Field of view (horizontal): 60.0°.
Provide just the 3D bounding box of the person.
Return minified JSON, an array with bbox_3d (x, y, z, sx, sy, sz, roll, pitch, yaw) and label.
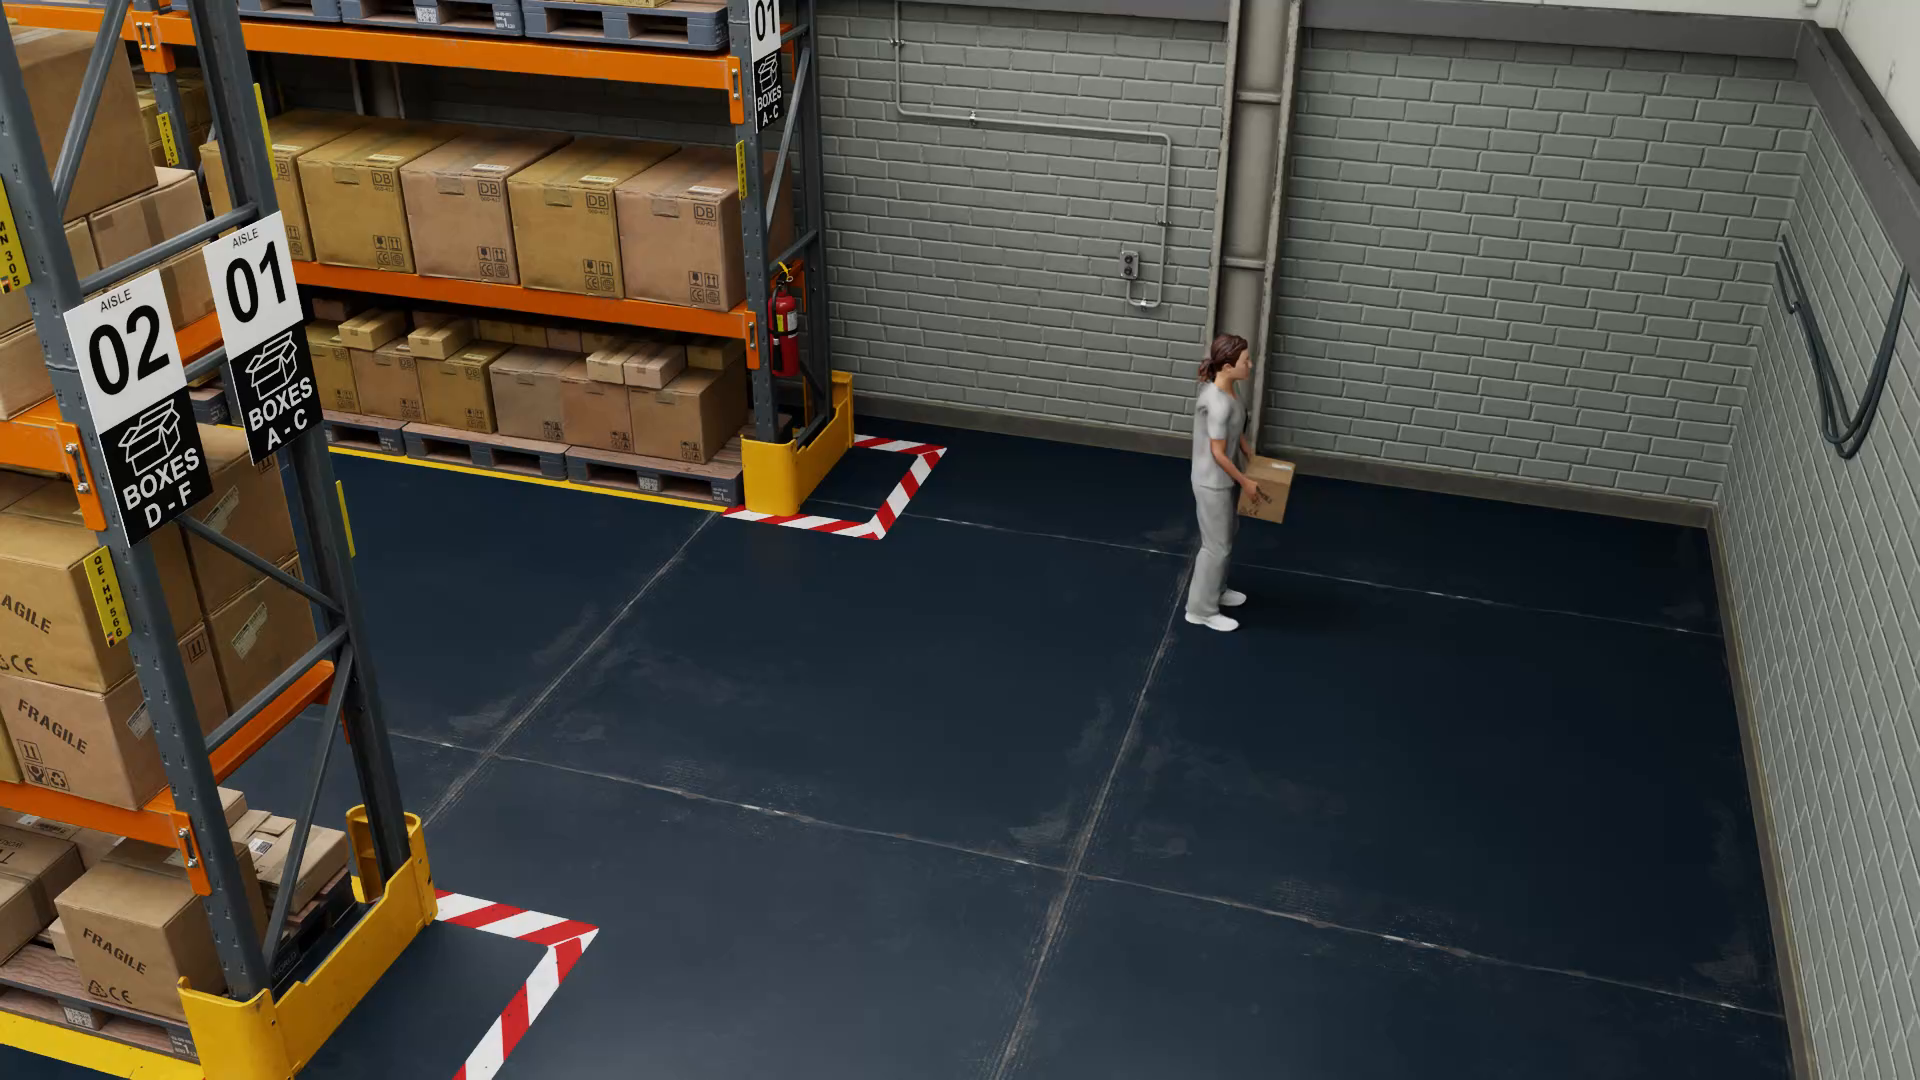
[{"bbox_3d":[1.453,-0.330,9.087,0.429,1.676,0.466,8,30,14],"label":"person"}]
